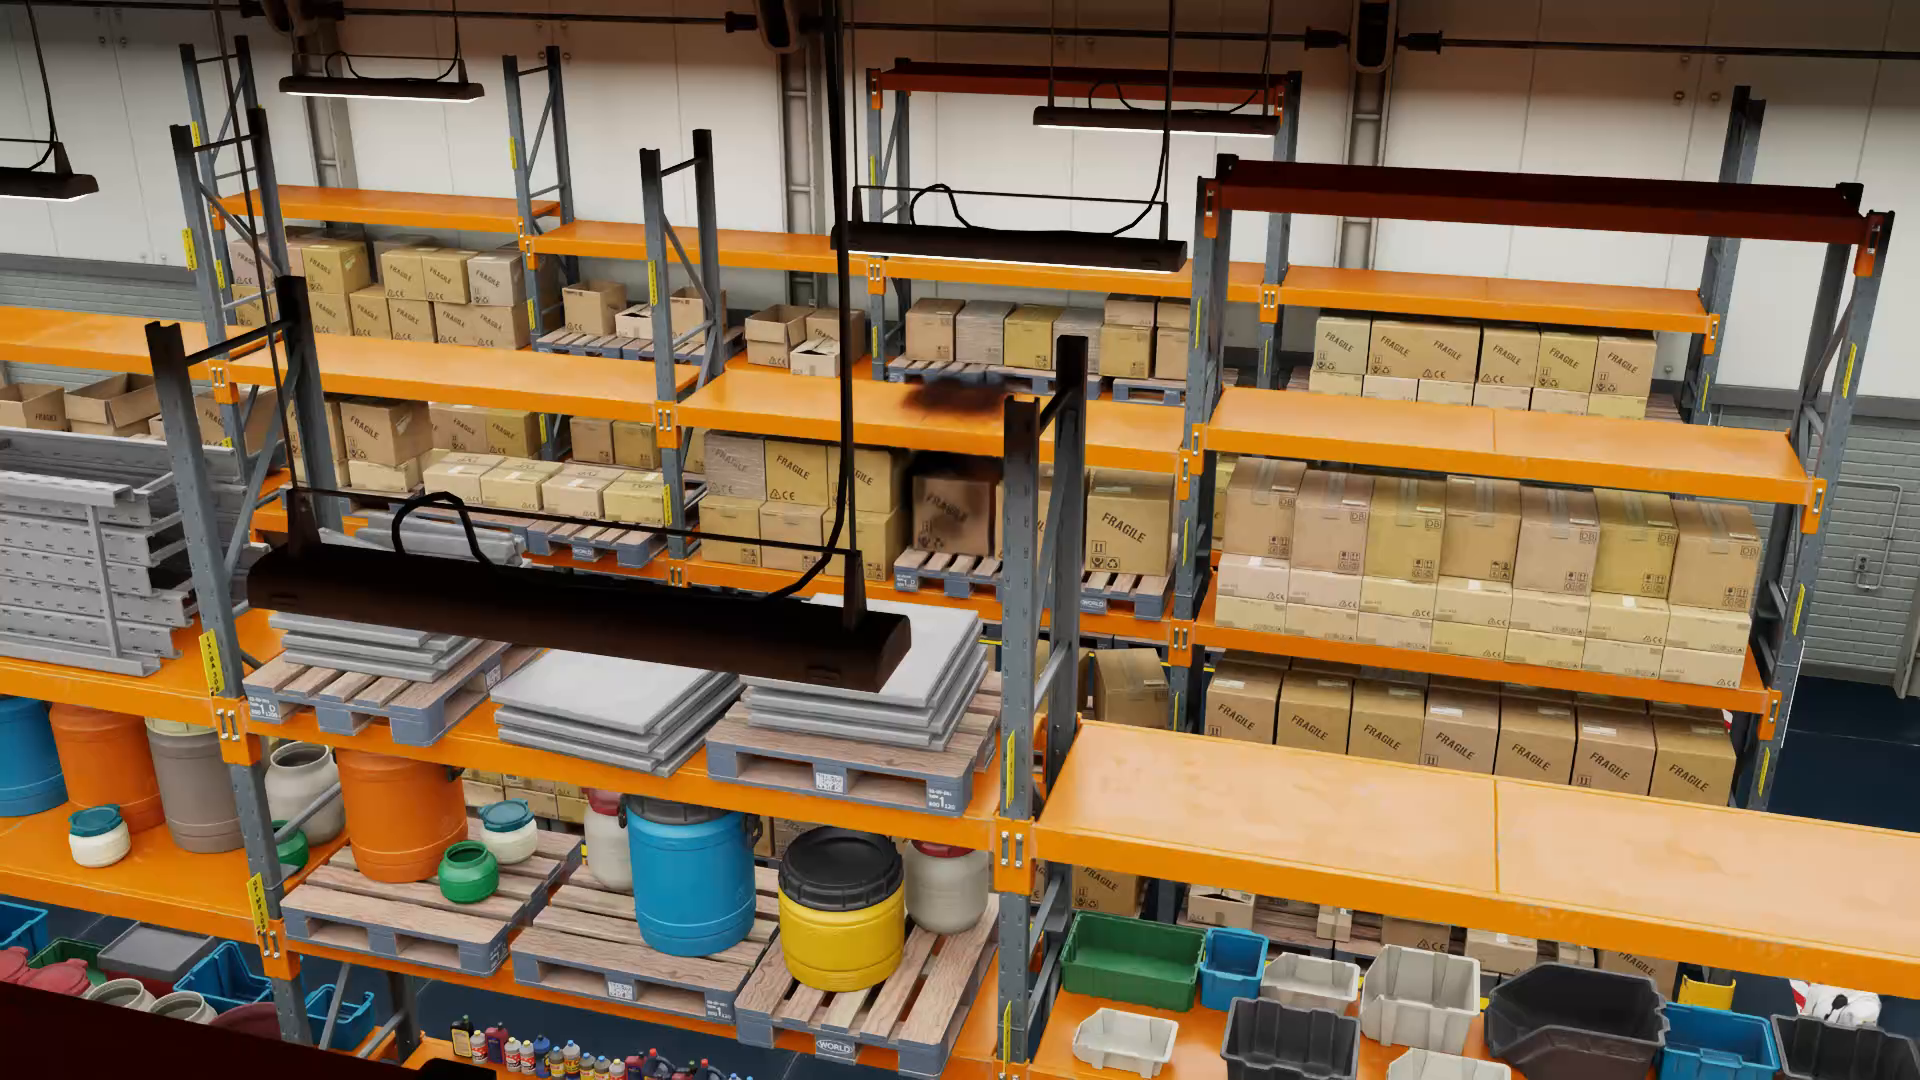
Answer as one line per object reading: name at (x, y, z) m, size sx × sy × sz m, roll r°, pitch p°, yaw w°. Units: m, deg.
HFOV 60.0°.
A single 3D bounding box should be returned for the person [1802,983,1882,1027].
person at (5.665, 3.283, 10.754) m, size 0.908 × 1.614 × 0.551 m, roll -2°, pitch 23°, yaw -5°
